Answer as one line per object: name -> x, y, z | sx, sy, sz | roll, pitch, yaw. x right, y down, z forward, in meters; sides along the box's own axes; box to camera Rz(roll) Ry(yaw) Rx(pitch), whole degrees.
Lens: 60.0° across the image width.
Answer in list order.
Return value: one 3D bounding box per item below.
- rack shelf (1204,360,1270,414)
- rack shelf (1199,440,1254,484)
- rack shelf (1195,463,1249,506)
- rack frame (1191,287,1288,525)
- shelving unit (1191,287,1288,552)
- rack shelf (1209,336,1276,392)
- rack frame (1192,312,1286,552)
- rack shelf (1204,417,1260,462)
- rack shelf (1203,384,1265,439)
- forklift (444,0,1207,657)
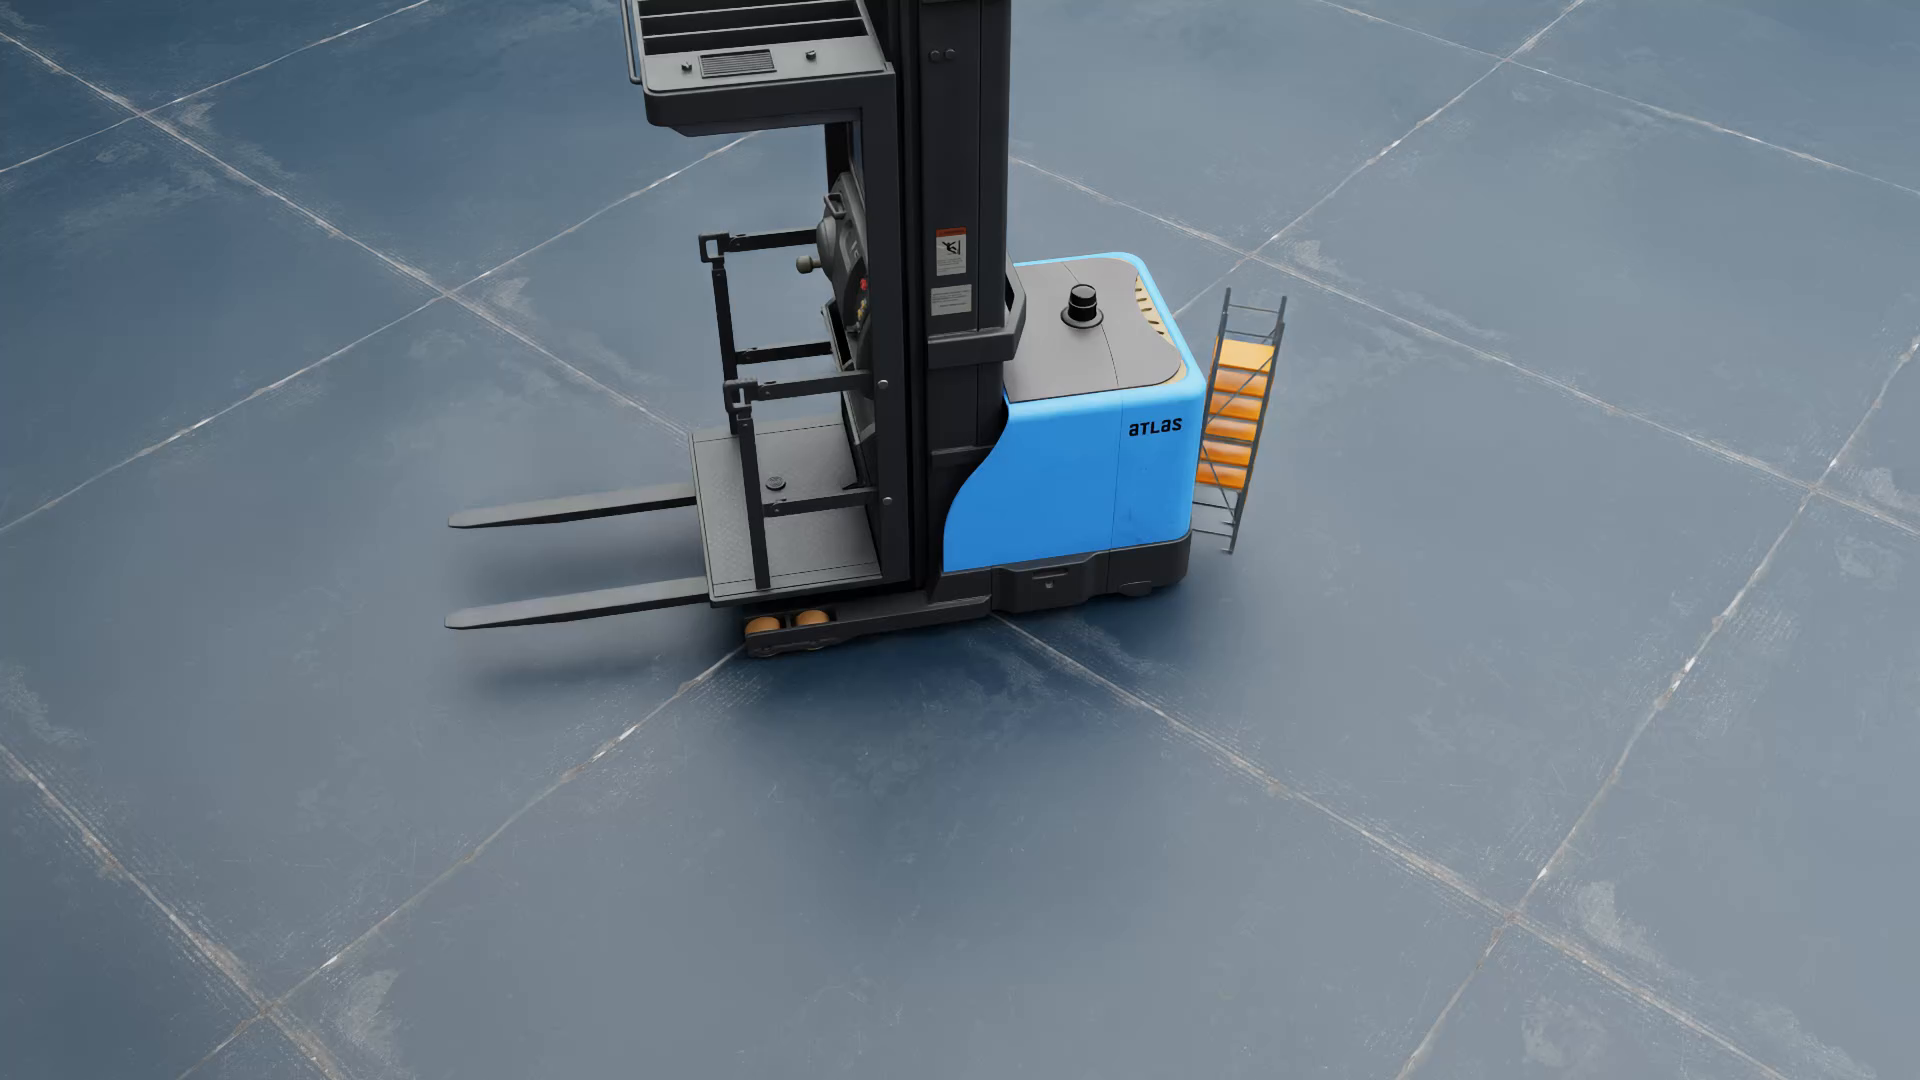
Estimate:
rack shelf -> 1.127, -0.617, 6.734 | 0.258, 0.103, 0.180 | 10, 42, 6
rack shelf -> 1.107, -0.350, 6.975 | 0.258, 0.103, 0.180 | 10, 42, 6
rack shelf -> 1.100, -0.261, 7.056 | 0.258, 0.103, 0.180 | 10, 42, 6
rack frame -> 1.133, -0.531, 6.932 | 0.240, 1.200, 0.006 | 10, 42, 6
shelving unit -> 1.116, -0.472, 6.865 | 0.258, 1.200, 0.189 | 10, 42, 6
rack shelf -> 1.134, -0.705, 6.653 | 0.258, 0.103, 0.180 | 10, 42, 6
rack frame -> 1.098, -0.412, 6.798 | 0.240, 1.200, 0.006 | 10, 42, 6
rack shelf -> 1.113, -0.439, 6.895 | 0.258, 0.103, 0.180 | 10, 42, 6
rack shelf -> 1.120, -0.528, 6.814 | 0.258, 0.103, 0.180 | 10, 42, 6
forklift -> -0.611, -1.000, 6.172 | 3.031, 2.935, 1.130 | -8, 43, -9
